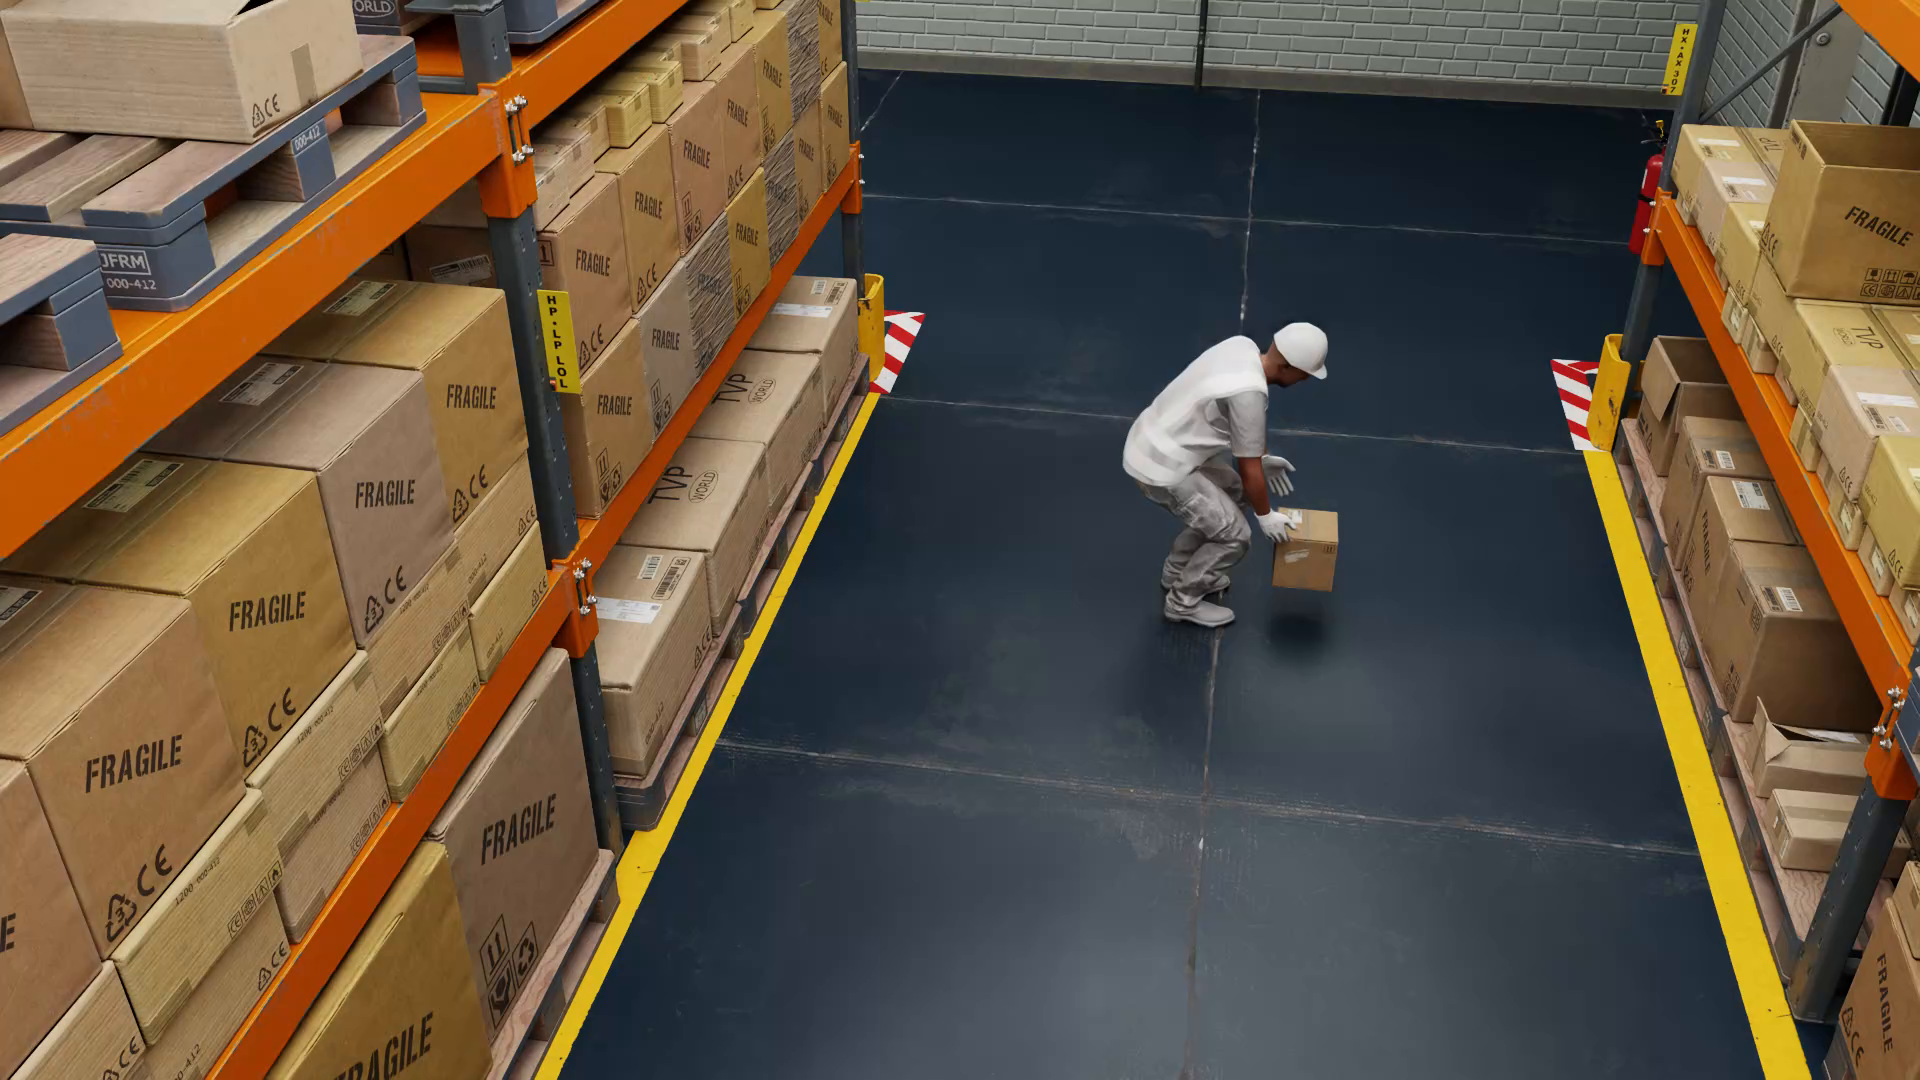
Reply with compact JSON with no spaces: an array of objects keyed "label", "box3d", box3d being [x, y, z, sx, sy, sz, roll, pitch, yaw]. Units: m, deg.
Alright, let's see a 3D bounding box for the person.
[{"label":"person","box3d":[1.090,-0.316,7.028,0.801,1.352,0.613,5,32,8]}]
